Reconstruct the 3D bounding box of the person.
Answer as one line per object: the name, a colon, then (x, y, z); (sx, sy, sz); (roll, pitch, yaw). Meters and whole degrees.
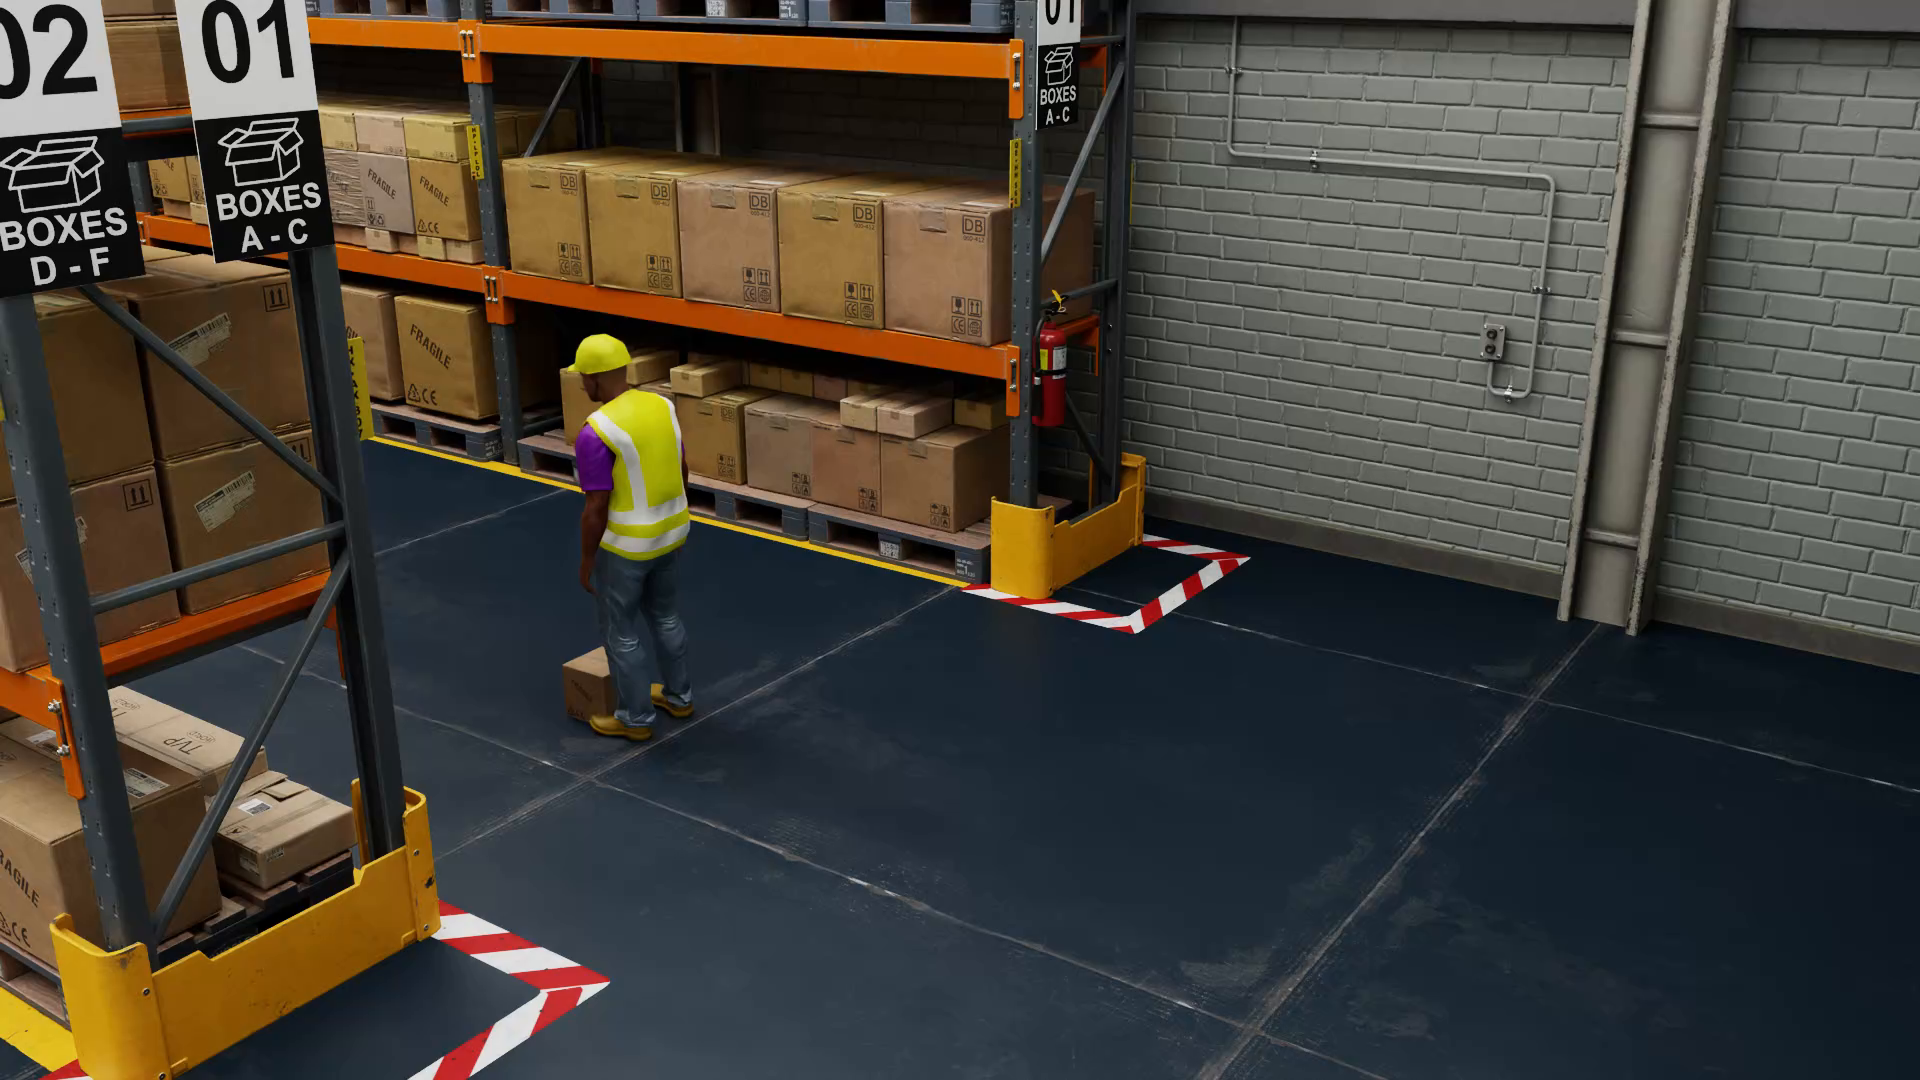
person: (-1.399, -0.011, 7.077); (0.463, 1.759, 0.626); (12, 23, 30)
